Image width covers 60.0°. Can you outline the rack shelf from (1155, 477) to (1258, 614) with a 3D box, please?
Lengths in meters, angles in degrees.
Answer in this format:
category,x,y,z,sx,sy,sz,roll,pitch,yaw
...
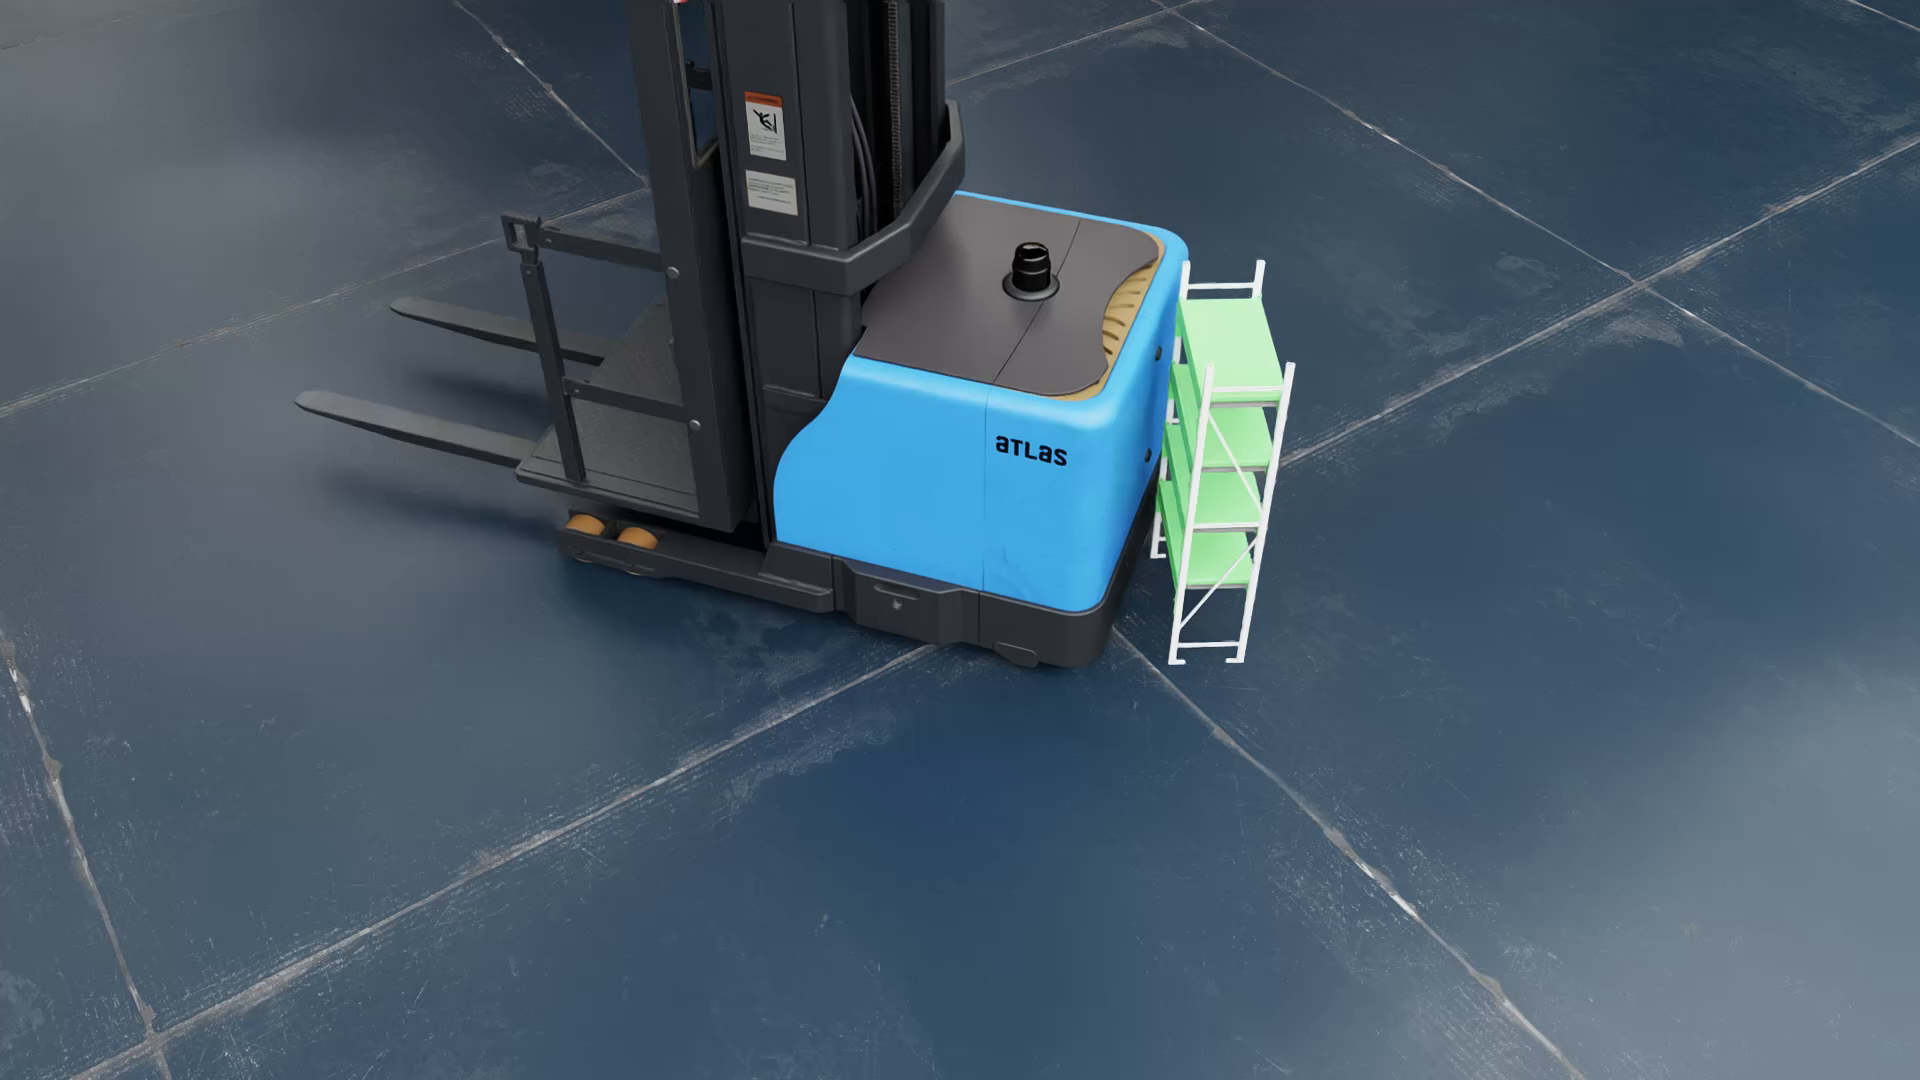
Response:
category,x,y,z,sx,sy,sz,roll,pitch,yaw
rack shelf,0.780,0.010,5.311,0.258,0.148,0.480,-1,44,-1

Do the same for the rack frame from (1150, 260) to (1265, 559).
category,x,y,z,sx,sy,sz,roll,pitch,yaw
rack frame,0.772,-0.378,5.277,0.240,1.200,0.015,-1,44,-1

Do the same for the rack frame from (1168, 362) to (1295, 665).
category,x,y,z,sx,sy,sz,roll,pitch,yaw
rack frame,0.789,-0.042,4.925,0.240,1.200,0.015,-1,44,-1

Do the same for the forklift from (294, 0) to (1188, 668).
category,x,y,z,sx,sy,sz,roll,pitch,yaw
forklift,-0.844,-1.270,4.957,3.031,2.935,1.130,13,45,14

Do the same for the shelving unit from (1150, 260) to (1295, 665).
category,x,y,z,sx,sy,sz,roll,pitch,yaw
shelving unit,0.780,-0.210,5.101,0.258,1.200,0.503,-1,44,-1

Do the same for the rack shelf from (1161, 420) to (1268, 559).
category,x,y,z,sx,sy,sz,roll,pitch,yaw
rack shelf,0.780,-0.164,5.145,0.258,0.148,0.480,-1,44,-1

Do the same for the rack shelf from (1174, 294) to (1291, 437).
category,x,y,z,sx,sy,sz,roll,pitch,yaw
rack shelf,0.780,-0.511,4.814,0.258,0.148,0.480,-1,44,-1

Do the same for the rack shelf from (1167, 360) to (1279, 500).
category,x,y,z,sx,sy,sz,roll,pitch,yaw
rack shelf,0.780,-0.337,4.979,0.258,0.148,0.480,-1,44,-1
